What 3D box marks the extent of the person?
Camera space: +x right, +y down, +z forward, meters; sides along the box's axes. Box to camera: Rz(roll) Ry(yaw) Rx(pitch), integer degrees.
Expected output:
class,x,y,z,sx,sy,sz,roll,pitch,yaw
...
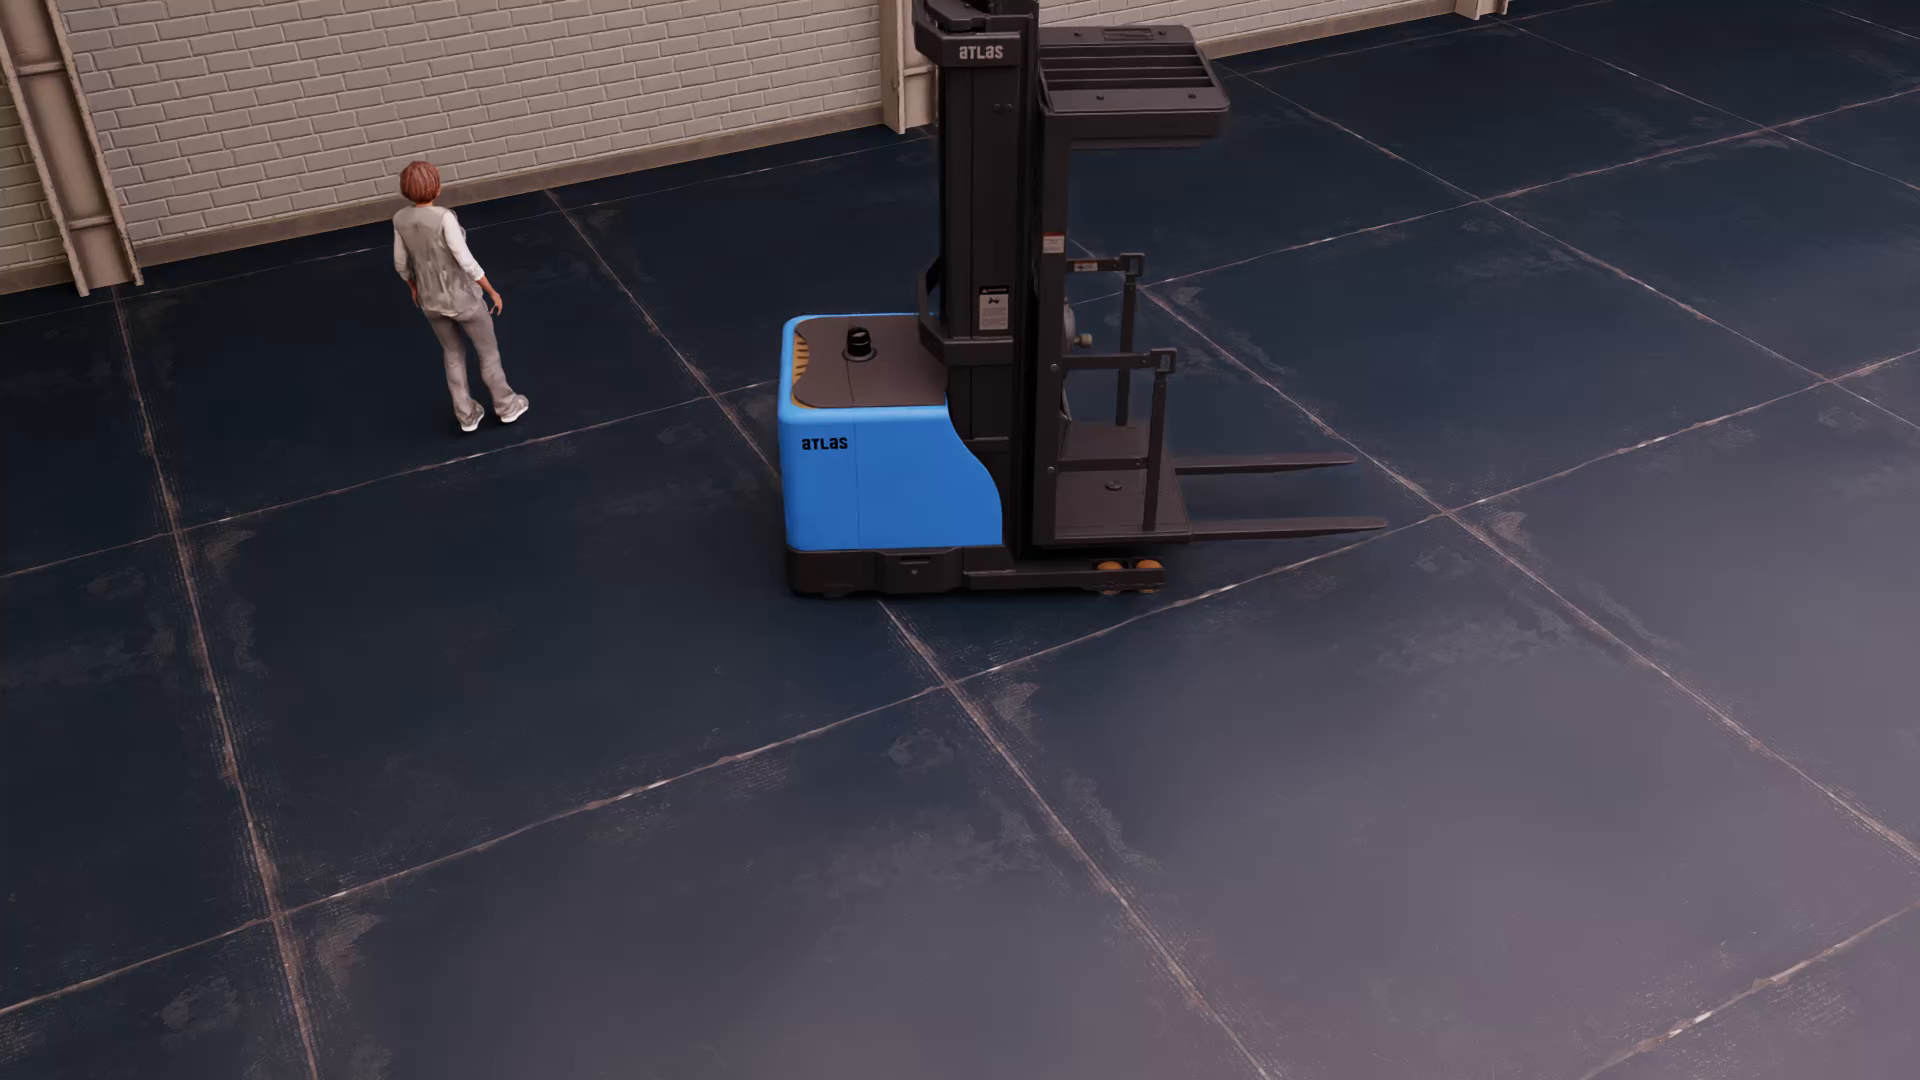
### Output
class,x,y,z,sx,sy,sz,roll,pitch,yaw
person,-2.774,-1.358,9.200,0.560,1.602,0.457,8,36,11

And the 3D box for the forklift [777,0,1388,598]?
class,x,y,z,sx,sy,sz,roll,pitch,yaw
forklift,0.627,-1.229,7.862,3.031,2.935,1.130,-2,35,-3
